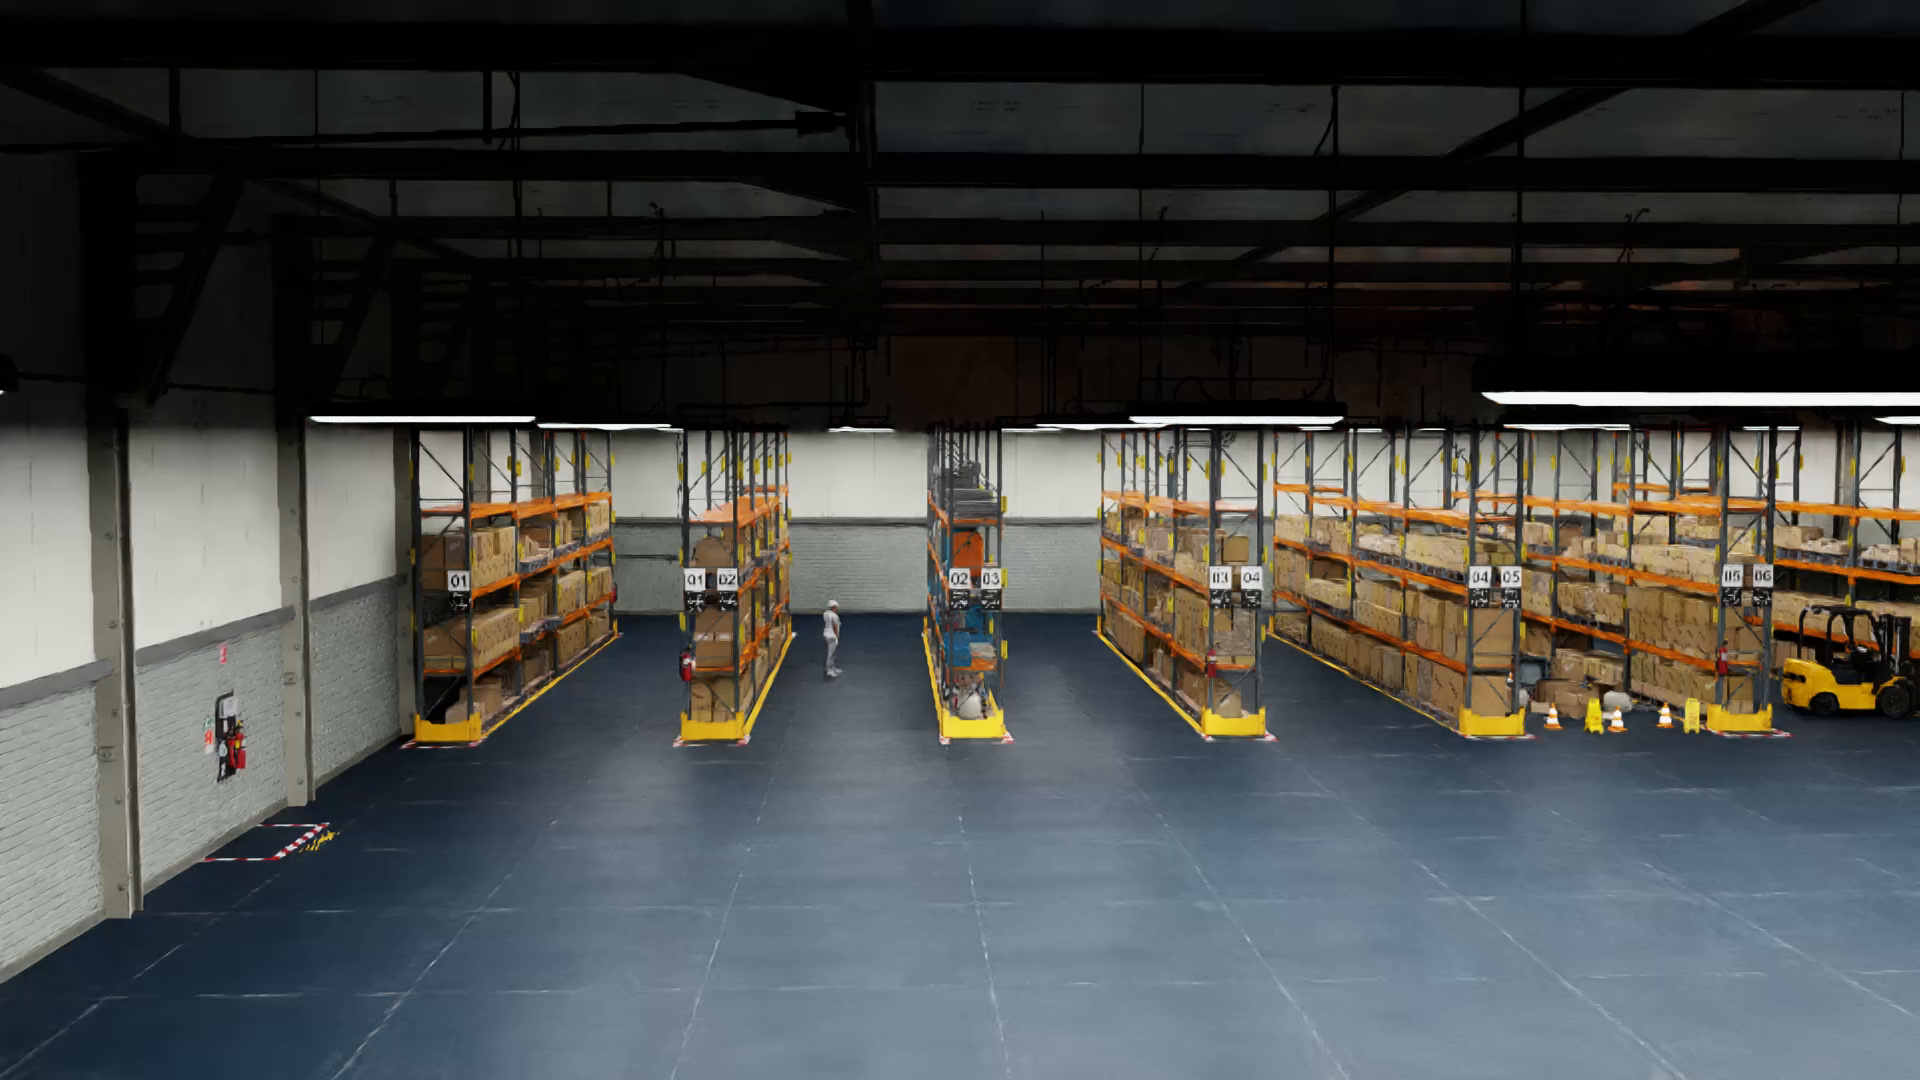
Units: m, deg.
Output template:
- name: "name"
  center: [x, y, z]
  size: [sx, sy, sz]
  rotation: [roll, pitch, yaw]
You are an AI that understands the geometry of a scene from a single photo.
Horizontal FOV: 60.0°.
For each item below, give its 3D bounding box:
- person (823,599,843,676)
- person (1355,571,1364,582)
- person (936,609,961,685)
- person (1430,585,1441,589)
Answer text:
- name: "person"
  center: [-2.981, 2.294, 39.365]
  size: [0.538, 1.784, 0.754]
  rotation: [-2, 4, -24]
- name: "person"
  center: [11.804, 1.752, 49.084]
  size: [0.655, 1.664, 0.467]
  rotation: [-2, 4, -34]
- name: "person"
  center: [-0.260, 2.328, 36.350]
  size: [0.584, 1.665, 0.578]
  rotation: [0, 4, 7]
- name: "person"
  center: [14.926, 1.530, 51.839]
  size: [0.755, 1.763, 0.710]
  rotation: [-3, 5, -43]
